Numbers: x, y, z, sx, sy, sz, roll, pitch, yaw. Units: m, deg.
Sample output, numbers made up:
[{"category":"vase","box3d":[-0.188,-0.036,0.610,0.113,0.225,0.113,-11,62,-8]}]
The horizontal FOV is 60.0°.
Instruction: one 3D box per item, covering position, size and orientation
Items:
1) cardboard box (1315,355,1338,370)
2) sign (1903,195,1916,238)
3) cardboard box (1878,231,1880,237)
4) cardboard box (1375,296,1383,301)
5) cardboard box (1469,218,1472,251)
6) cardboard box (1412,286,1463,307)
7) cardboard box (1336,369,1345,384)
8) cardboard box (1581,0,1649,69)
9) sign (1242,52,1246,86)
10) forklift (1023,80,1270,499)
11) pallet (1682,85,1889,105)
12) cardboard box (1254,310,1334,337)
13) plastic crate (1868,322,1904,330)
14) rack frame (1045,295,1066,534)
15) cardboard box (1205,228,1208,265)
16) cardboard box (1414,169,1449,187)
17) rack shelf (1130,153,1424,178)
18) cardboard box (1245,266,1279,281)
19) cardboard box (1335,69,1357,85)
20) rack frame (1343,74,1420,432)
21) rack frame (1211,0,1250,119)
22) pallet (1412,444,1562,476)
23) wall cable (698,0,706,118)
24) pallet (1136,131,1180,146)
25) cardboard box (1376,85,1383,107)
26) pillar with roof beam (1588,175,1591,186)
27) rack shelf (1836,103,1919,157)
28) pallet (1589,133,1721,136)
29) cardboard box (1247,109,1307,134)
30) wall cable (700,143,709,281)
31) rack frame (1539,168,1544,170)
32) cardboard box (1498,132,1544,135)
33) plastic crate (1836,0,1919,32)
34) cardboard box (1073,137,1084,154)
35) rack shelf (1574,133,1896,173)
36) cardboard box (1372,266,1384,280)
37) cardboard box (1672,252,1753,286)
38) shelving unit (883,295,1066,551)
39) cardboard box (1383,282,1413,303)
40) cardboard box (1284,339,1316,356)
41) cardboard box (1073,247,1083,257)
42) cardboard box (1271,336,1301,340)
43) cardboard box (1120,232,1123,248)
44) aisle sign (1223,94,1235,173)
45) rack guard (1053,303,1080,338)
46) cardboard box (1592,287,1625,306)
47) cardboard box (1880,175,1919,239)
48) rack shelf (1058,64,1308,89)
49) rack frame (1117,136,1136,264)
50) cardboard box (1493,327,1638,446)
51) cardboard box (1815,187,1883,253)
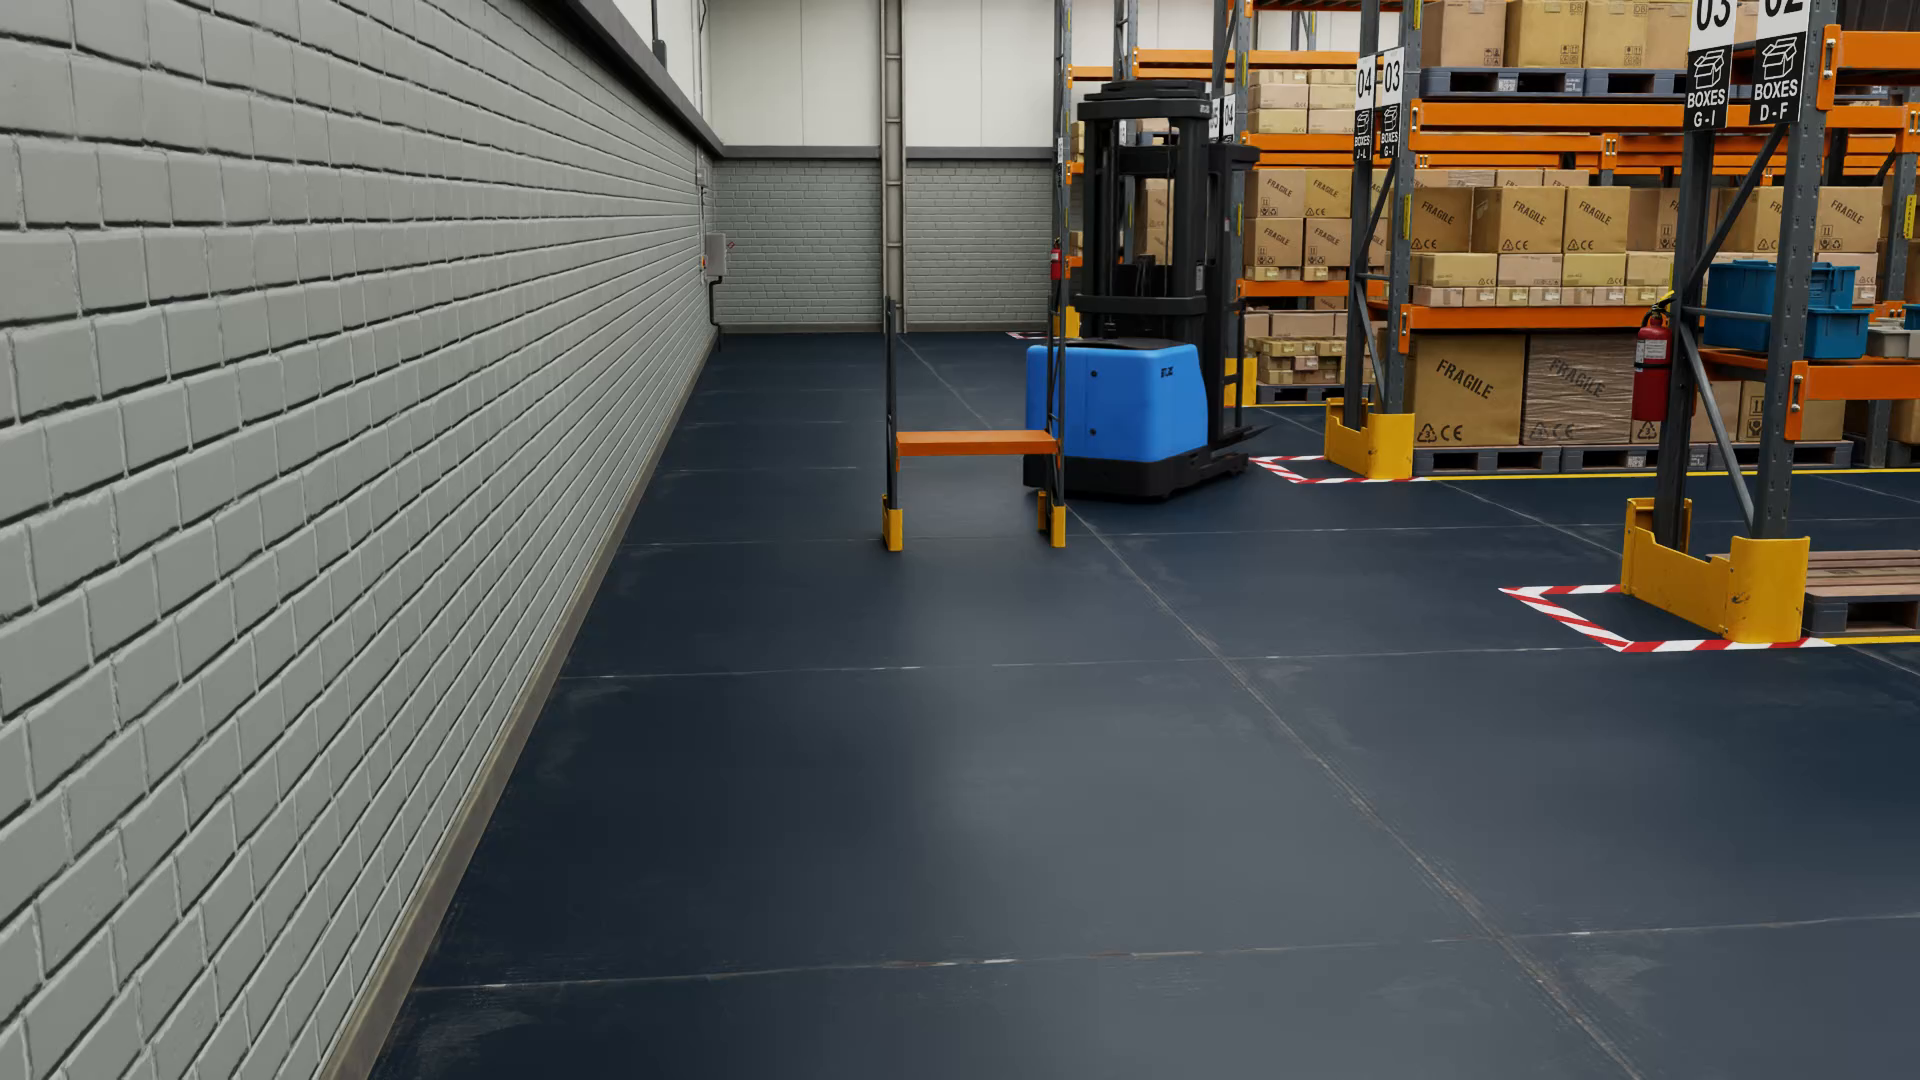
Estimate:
[{"category":"cardboard box","box3d":[3.896,-1.933,17.953,0.250,0.149,0.380,-1,11,-5]},{"category":"sign","box3d":[7.309,-2.488,12.798,0.005,0.325,0.100,-1,11,-6]},{"category":"cardboard box","box3d":[9.820,-3.287,18.102,0.250,0.149,0.380,-1,11,-5]},{"category":"cardboard box","box3d":[7.168,-3.952,28.086,0.500,0.500,0.500,-2,11,-8]},{"category":"cardboard box","box3d":[5.351,-3.194,17.809,0.500,0.500,0.500,-1,11,-6]},{"category":"cardboard box","box3d":[3.659,-1.868,12.747,0.250,0.149,0.380,-1,11,-5]},{"category":"cardboard box","box3d":[4.155,-1.769,17.894,0.250,0.149,0.380,-1,11,-5]},{"category":"cardboard box","box3d":[4.863,-3.853,12.809,0.500,0.500,0.700,-2,11,-10]},{"category":"sign","box3d":[2.894,-4.797,16.953,0.005,0.325,0.100,-1,11,-6]},{"category":"forklift","box3d":[1.610,-1.965,12.767,1.130,2.935,3.031,6,13,28]},{"category":"pallet","box3d":[6.433,-3.544,13.073,1.213,0.211,1.003,-1,11,-6]},{"category":"cardboard box","box3d":[4.652,-2.969,23.247,0.875,0.438,0.875,-2,11,-8]},{"category":"plastic crate","box3d":[4.597,-1.049,8.458,0.243,0.136,0.396,-1,11,-6]},{"category":"rack frame","box3d":[0.590,-0.748,10.286,0.032,1.500,0.500,-1,11,-6]},{"category":"cardboard box","box3d":[3.209,-3.968,22.516,0.500,0.500,0.500,-1,11,-7]},{"category":"cardboard box","box3d":[4.837,-3.674,17.660,0.500,0.500,0.500,-2,11,-8]},{"category":"rack shelf","box3d":[4.189,-5.108,22.666,4.000,0.370,1.077,-1,11,-6]},{"category":"cardboard box","box3d":[3.193,-2.821,17.595,0.250,0.149,0.380,-1,11,-7]},{"category":"cardboard box","box3d":[3.957,-4.801,17.298,0.250,0.149,0.380,-1,11,-5]},{"category":"rack frame","box3d":[3.271,-2.047,13.007,0.127,3.000,1.000,-1,11,-6]},{"category":"rack frame","box3d":[2.836,-5.944,17.277,0.127,3.000,1.000,-1,11,-6]},{"category":"pallet","box3d":[4.057,-0.711,13.437,1.213,0.211,1.003,-1,11,-6]},{"category":"wall cable","box3d":[-3.766,-7.417,24.669,0.133,3.039,2.988,-1,11,-6]},{"category":"pallet","box3d":[2.937,-5.394,22.482,1.213,0.211,1.003,-1,11,-6]},{"category":"cardboard box","box3d":[4.322,-4.623,17.424,0.500,0.250,0.500,-1,11,-5]},{"category":"pillar with roof beam","box3d":[11.278,-7.384,24.602,0.400,9.000,9.100,-1,11,-6]},{"category":"rack shelf","box3d":[9.236,-3.291,13.423,4.000,0.370,1.077,-1,11,-6]},{"category":"pallet","box3d":[7.438,-4.456,17.970,1.003,0.211,1.213,-1,11,-6]},{"category":"cardboard box","box3d":[3.310,-4.359,17.379,0.500,0.250,0.500,-1,11,-4]},{"category":"wall cable","box3d":[-3.567,-4.596,23.338,0.122,1.984,0.588,-1,11,-6]},{"category":"rack frame","box3d":[9.614,-5.066,28.363,0.127,3.000,1.000,-1,11,-6]},{"category":"cardboard box","box3d":[5.856,-4.412,17.648,0.500,0.250,0.500,-1,11,-6]},{"category":"plastic crate","box3d":[4.219,-2.460,7.667,0.590,0.269,0.497,-1,11,-6]},{"category":"cardboard box","box3d":[2.132,-6.401,26.992,0.500,0.250,0.500,-1,11,-7]},{"category":"rack shelf","box3d":[8.801,-4.245,18.272,4.000,0.370,1.077,-1,11,-6]},{"category":"cardboard box","box3d":[4.478,-2.862,17.803,0.250,0.149,0.380,-1,11,-7]},{"category":"cardboard box","box3d":[5.815,-2.122,13.002,0.500,0.250,0.500,-1,11,-5]},{"category":"shelving unit","box3d":[0.076,-0.738,10.231,1.083,1.500,0.587,-1,11,-6]},{"category":"cardboard box","box3d":[3.589,-1.995,13.390,0.250,0.149,0.380,-1,11,-5]},{"category":"cardboard box","box3d":[3.654,-2.074,17.904,0.250,0.149,0.380,-1,11,-5]},{"category":"cardboard box","box3d":[2.017,-4.731,27.307,0.250,0.149,0.380,-1,11,-7]},{"category":"cardboard box","box3d":[3.591,-2.154,18.307,0.250,0.149,0.380,-1,11,-5]},{"category":"cardboard box","box3d":[2.642,-4.940,27.340,0.500,0.250,0.500,-1,11,-5]},{"category":"aisle sign","box3d":[2.795,-4.217,17.305,0.004,0.787,0.394,-1,11,-6]},{"category":"rack guard","box3d":[1.736,-3.675,27.764,0.348,0.500,1.175,-1,11,-6]},{"category":"cardboard box","box3d":[4.937,-1.896,12.885,0.250,0.149,0.380,-1,11,-7]},{"category":"cardboard box","box3d":[7.882,-2.687,13.400,0.637,0.503,0.797,-1,11,-8]},{"category":"rack shelf","box3d":[3.649,-7.530,27.218,4.000,0.370,1.077,-1,11,-6]},{"category":"rack frame","box3d":[2.201,-3.948,22.674,0.127,3.000,1.000,-1,11,-6]},{"category":"cardboard box","box3d":[4.803,-1.259,13.413,0.875,0.875,0.875,-1,11,-6]},{"category":"cardboard box","box3d":[6.819,-2.510,13.034,0.500,0.500,0.500,-1,11,-4]}]
